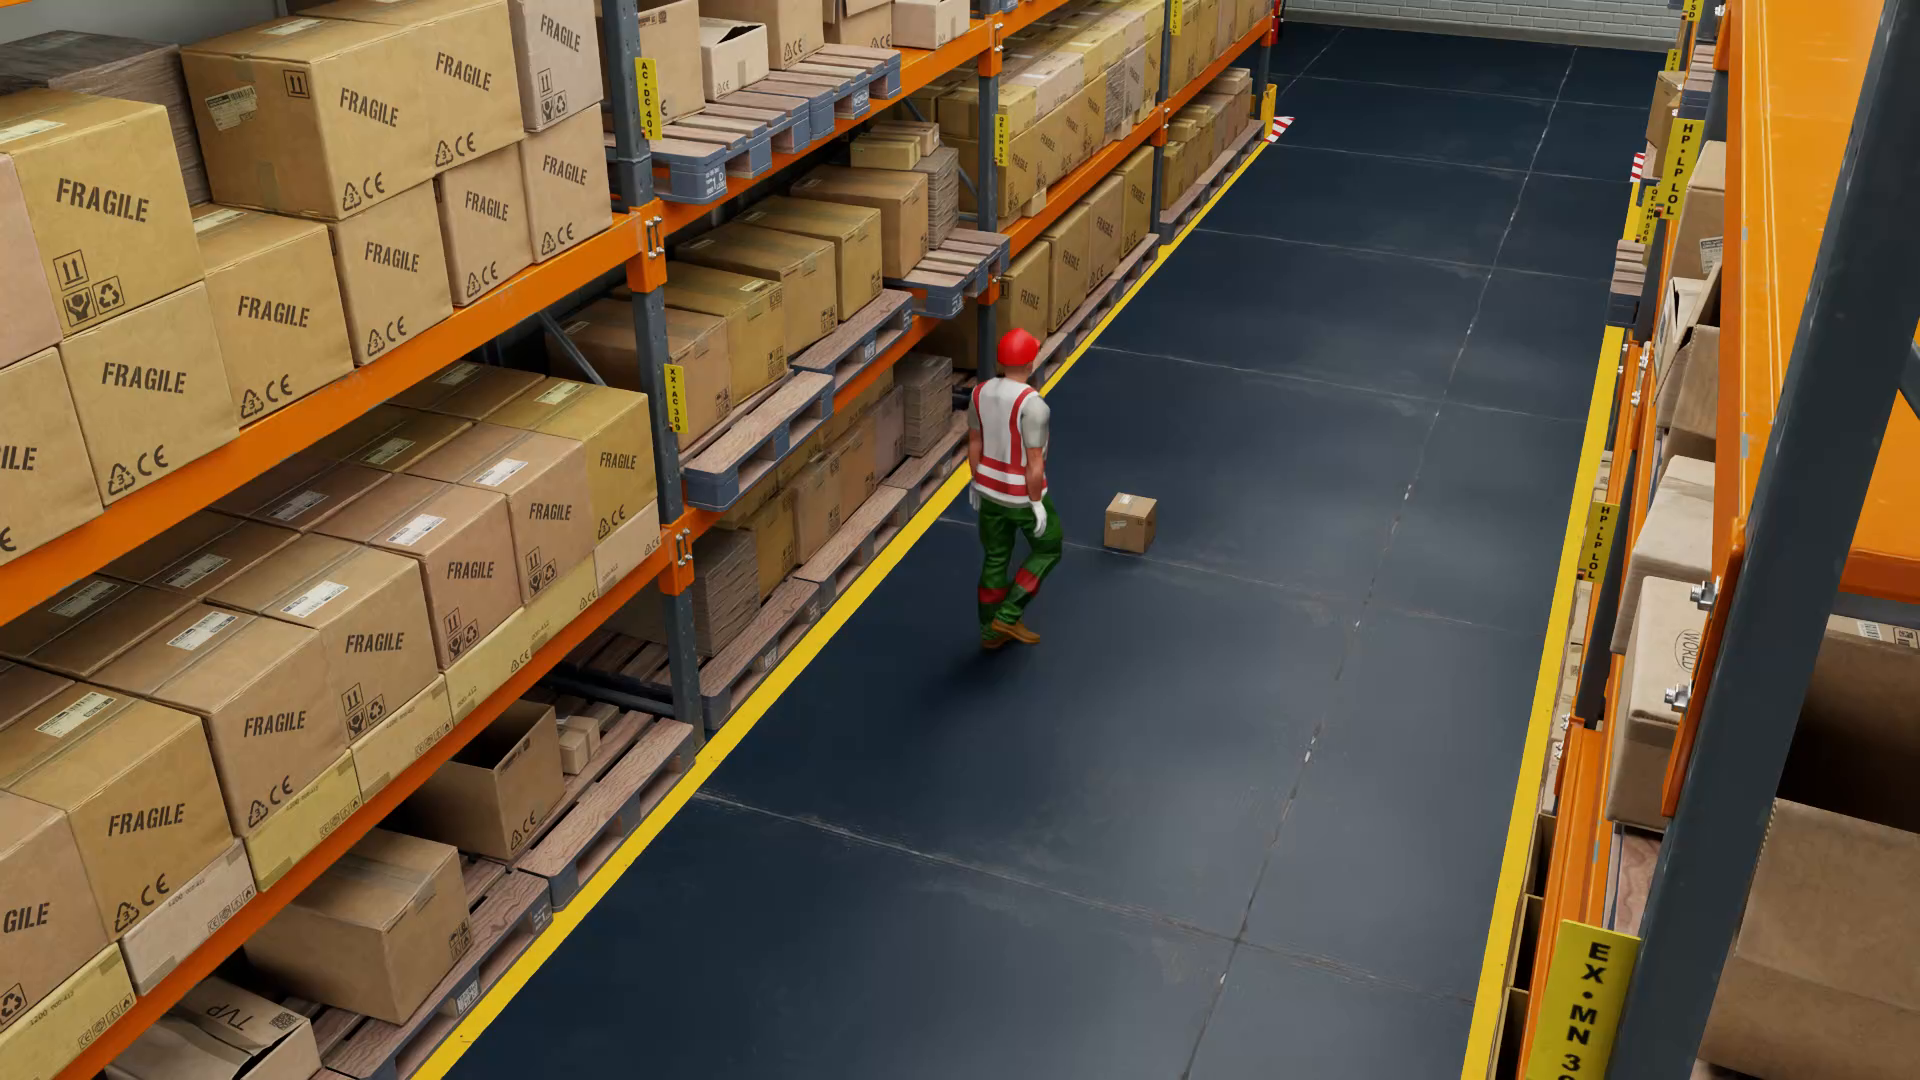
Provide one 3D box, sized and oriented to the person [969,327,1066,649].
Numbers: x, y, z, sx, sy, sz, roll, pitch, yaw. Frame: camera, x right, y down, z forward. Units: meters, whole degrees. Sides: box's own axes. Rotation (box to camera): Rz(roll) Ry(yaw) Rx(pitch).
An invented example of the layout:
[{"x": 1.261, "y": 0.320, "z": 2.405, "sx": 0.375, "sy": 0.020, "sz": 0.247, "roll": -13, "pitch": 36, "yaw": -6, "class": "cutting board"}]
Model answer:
[{"x": 0.284, "y": -0.260, "z": 8.808, "sx": 0.583, "sy": 1.775, "sz": 0.475, "roll": 23, "pitch": 37, "yaw": 35, "class": "person"}]
